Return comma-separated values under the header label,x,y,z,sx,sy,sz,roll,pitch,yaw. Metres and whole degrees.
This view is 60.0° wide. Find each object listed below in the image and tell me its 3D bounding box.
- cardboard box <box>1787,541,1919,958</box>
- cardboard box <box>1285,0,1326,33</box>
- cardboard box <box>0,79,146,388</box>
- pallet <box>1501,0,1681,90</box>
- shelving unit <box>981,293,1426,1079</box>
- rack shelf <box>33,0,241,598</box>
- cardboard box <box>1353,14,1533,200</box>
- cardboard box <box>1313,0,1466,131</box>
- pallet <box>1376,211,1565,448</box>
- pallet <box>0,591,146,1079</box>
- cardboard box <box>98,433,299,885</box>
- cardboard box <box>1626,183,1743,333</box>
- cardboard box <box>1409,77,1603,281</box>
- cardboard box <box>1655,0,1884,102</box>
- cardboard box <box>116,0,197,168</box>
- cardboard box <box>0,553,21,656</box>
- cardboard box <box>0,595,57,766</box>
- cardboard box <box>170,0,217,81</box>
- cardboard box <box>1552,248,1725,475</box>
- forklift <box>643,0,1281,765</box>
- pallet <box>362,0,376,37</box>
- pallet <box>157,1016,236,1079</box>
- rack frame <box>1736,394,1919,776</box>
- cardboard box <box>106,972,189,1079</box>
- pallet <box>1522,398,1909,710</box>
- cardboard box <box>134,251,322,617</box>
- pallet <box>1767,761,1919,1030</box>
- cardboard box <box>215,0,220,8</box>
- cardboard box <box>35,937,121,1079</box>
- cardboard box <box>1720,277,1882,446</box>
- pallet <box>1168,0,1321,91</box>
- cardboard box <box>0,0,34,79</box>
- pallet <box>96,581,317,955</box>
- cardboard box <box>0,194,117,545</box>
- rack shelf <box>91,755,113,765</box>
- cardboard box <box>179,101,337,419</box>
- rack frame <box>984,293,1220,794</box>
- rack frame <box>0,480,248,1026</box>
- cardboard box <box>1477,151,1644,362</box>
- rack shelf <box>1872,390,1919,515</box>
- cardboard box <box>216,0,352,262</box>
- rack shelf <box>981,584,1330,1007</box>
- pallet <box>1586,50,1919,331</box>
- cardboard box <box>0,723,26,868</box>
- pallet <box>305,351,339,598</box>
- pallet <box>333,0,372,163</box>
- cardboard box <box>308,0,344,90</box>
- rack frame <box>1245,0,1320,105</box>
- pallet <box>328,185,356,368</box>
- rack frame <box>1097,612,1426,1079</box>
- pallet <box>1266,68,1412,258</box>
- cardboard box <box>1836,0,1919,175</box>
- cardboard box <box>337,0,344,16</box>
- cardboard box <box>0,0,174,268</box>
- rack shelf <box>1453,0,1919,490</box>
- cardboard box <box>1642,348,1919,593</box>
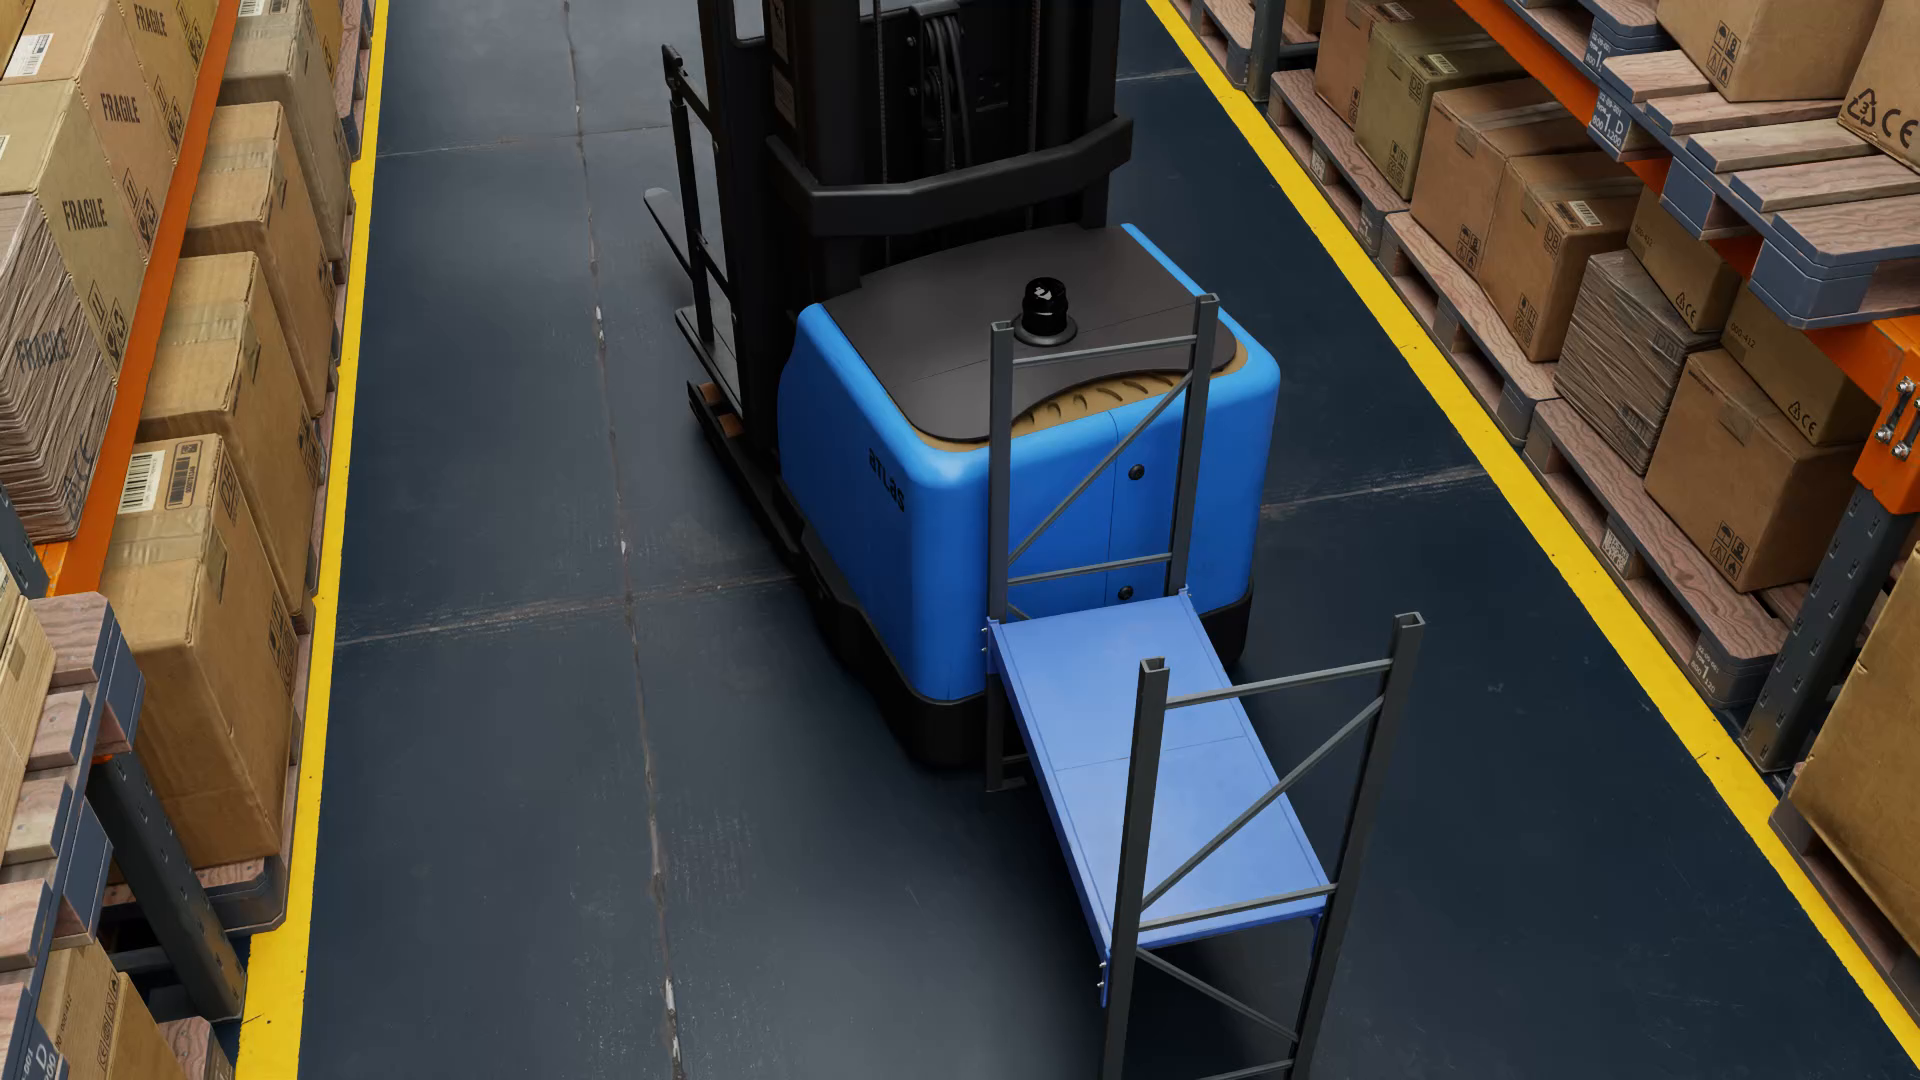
label,x,y,z,sx,sy,sz,roll,pitch,yaw
cardboard box,2.784,0.497,3.715,1.225,0.875,0.875,-10,43,-11
cardboard box,1.745,-2.671,7.566,0.500,0.500,0.500,-10,42,-11
cardboard box,-2.155,-0.642,3.639,0.500,0.500,0.500,-9,42,-10
pallet,2.188,-1.797,5.159,1.003,0.211,1.213,-8,42,-9
shelving unit,0.429,0.403,3.666,0.538,1.500,1.048,-9,42,-10
rack shelf,-2.641,-0.973,4.629,1.077,0.370,4.000,-8,42,-9
cardboard box,1.988,-1.701,6.458,0.700,0.500,0.500,-9,42,-10
cardboard box,1.904,-2.013,6.809,0.700,0.500,0.500,-11,43,-13
pallet,2.229,-0.844,6.042,1.003,0.211,1.213,-8,42,-9
pallet,-1.951,0.572,2.490,1.213,0.211,1.003,-8,42,-9
cardboard box,-2.253,0.331,3.996,1.050,0.750,0.750,-9,42,-10
cardboard box,2.357,-0.874,4.961,0.500,0.250,0.500,-4,42,-4
cardboard box,2.110,-1.338,6.049,0.700,0.500,0.500,-12,43,-13
cardboard box,2.282,-1.477,4.263,0.700,0.500,0.500,-3,42,-3
cardboard box,-2.369,-1.292,4.371,0.500,0.500,0.500,-9,42,-10
cardboard box,-1.658,0.135,2.488,0.380,0.149,0.250,-8,42,-8
cardboard box,-1.654,0.245,2.588,0.380,0.149,0.250,-8,42,-9
cardboard box,-2.481,-1.621,4.741,0.500,0.500,0.500,-8,42,-9
cardboard box,2.359,-0.610,5.229,0.700,0.500,0.500,-12,43,-13
forklift,-0.269,-1.470,4.699,1.130,2.935,3.031,-18,45,-19
pallet,-3.427,-2.792,8.237,1.003,0.211,1.213,-8,42,-9
pallet,-2.042,1.604,3.284,1.003,0.211,1.213,-8,42,-9
rack frame,2.656,-0.591,3.656,1.000,3.000,0.127,-8,42,-9
cardboard box,-1.812,1.221,3.182,0.500,0.500,0.500,-9,42,-9
pallet,2.489,-0.055,5.153,1.003,0.211,1.213,-8,42,-9
cardboard box,-2.445,-0.235,4.634,1.050,0.750,0.750,-8,42,-9
pallet,2.752,0.974,3.994,1.003,0.211,1.213,-8,42,-9
cardboard box,-2.590,-1.949,5.110,0.500,0.500,0.500,-9,42,-10
cardboard box,-1.806,0.957,2.914,0.500,0.250,0.500,-9,42,-10
cardboard box,2.482,-0.531,4.576,0.500,0.250,0.500,-7,42,-8
pallet,1.613,-2.571,7.988,1.003,0.211,1.213,-8,42,-9
cardboard box,-2.520,-1.310,3.637,0.700,0.500,0.500,-9,42,-10
pallet,-2.306,0.575,4.443,1.003,0.211,1.213,-8,42,-9
cardboard box,-2.042,-0.313,3.268,0.500,0.500,0.500,-8,42,-9
rack shelf,-1.777,1.619,1.708,1.077,0.370,4.000,-8,42,-9
cardboard box,-2.646,-0.839,5.314,1.050,0.750,0.750,-8,42,-9
rack frame,0.312,0.075,4.036,0.500,1.500,0.032,-9,42,-10
rack frame,-2.209,0.054,2.930,1.000,3.000,0.127,-8,42,-9
cardboard box,2.230,-0.977,5.642,0.700,0.500,0.500,-5,42,-6
rack shelf,3.087,0.974,2.435,1.077,0.370,4.000,-8,42,-9
cardboard box,-2.851,-1.465,6.019,1.050,0.750,0.750,-9,42,-10
rack shelf,0.429,0.538,3.785,0.538,0.185,1.000,-9,42,-10
pallet,2.398,-0.966,4.223,1.213,0.211,1.003,-8,42,-9
cardboard box,-1.602,0.406,2.406,0.380,0.149,0.250,-8,42,-9
pallet,-2.566,-0.214,5.332,1.003,0.211,1.213,-8,42,-9
pallet,-3.160,-2.000,7.344,1.003,0.211,1.213,-8,42,-9
cardboard box,-3.140,-2.319,6.887,0.875,0.875,0.875,-8,42,-9
rack frame,1.792,-3.184,6.577,1.000,3.000,0.127,-8,42,-9
pallet,-2.832,-1.007,6.225,1.003,0.211,1.213,-8,42,-9
rack frame,0.546,0.732,3.296,0.500,1.500,0.032,-9,42,-10
pallet,1.962,-1.637,6.935,1.003,0.211,1.213,-8,42,-9
cardboard box,2.500,-1.130,3.872,0.500,0.500,0.500,-13,43,-15
cardboard box,-3.338,-2.903,7.545,0.875,0.875,0.875,-8,42,-9
cardboard box,-2.263,-0.969,4.007,0.500,0.500,0.500,-8,42,-9
rack shelf,2.224,-1.619,5.356,1.077,0.370,4.000,-8,42,-9
cardboard box,2.492,-0.252,4.826,0.700,0.500,0.500,-10,43,-12
